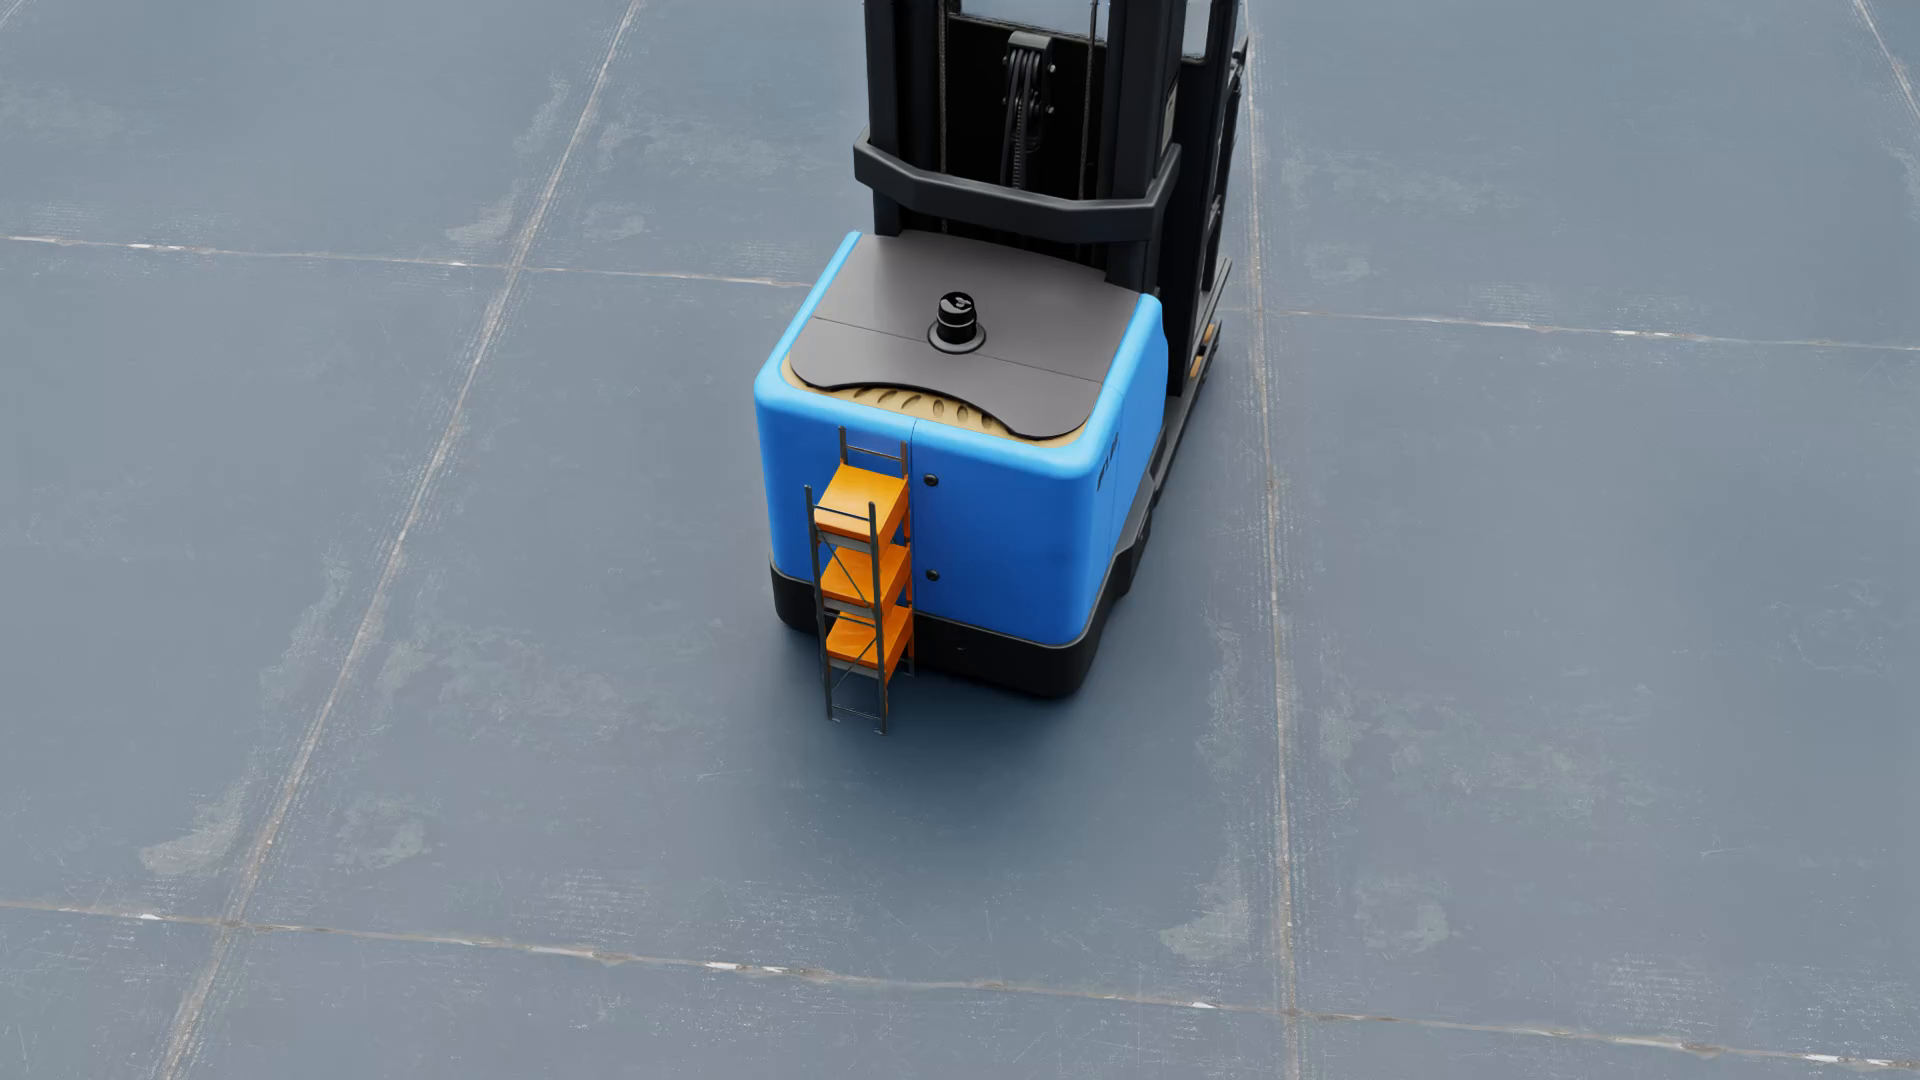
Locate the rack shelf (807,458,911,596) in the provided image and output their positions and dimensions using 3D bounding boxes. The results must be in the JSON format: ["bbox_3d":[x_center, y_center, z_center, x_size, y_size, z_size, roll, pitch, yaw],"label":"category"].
[{"bbox_3d":[-0.281,-0.037,4.702,0.215,0.259,0.240,14,49,13],"label":"rack shelf"}]

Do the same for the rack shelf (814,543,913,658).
[{"bbox_3d":[-0.281,0.155,4.911,0.215,0.259,0.240,14,49,13],"label":"rack shelf"}]

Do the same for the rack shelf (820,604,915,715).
[{"bbox_3d":[-0.281,0.342,5.117,0.215,0.259,0.240,14,49,13],"label":"rack shelf"}]

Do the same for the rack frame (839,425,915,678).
[{"bbox_3d":[-0.241,0.062,4.981,0.200,1.050,0.008,14,49,13],"label":"rack frame"}]

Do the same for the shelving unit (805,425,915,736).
[{"bbox_3d":[-0.281,0.147,4.904,0.215,1.050,0.252,14,49,13],"label":"shelving unit"}]

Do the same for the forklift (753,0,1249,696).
[{"bbox_3d":[0.356,-1.611,5.238,1.130,2.935,3.031,14,49,13],"label":"forklift"}]

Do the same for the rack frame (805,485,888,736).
[{"bbox_3d":[-0.321,0.233,4.826,0.200,1.050,0.008,14,49,13],"label":"rack frame"}]
